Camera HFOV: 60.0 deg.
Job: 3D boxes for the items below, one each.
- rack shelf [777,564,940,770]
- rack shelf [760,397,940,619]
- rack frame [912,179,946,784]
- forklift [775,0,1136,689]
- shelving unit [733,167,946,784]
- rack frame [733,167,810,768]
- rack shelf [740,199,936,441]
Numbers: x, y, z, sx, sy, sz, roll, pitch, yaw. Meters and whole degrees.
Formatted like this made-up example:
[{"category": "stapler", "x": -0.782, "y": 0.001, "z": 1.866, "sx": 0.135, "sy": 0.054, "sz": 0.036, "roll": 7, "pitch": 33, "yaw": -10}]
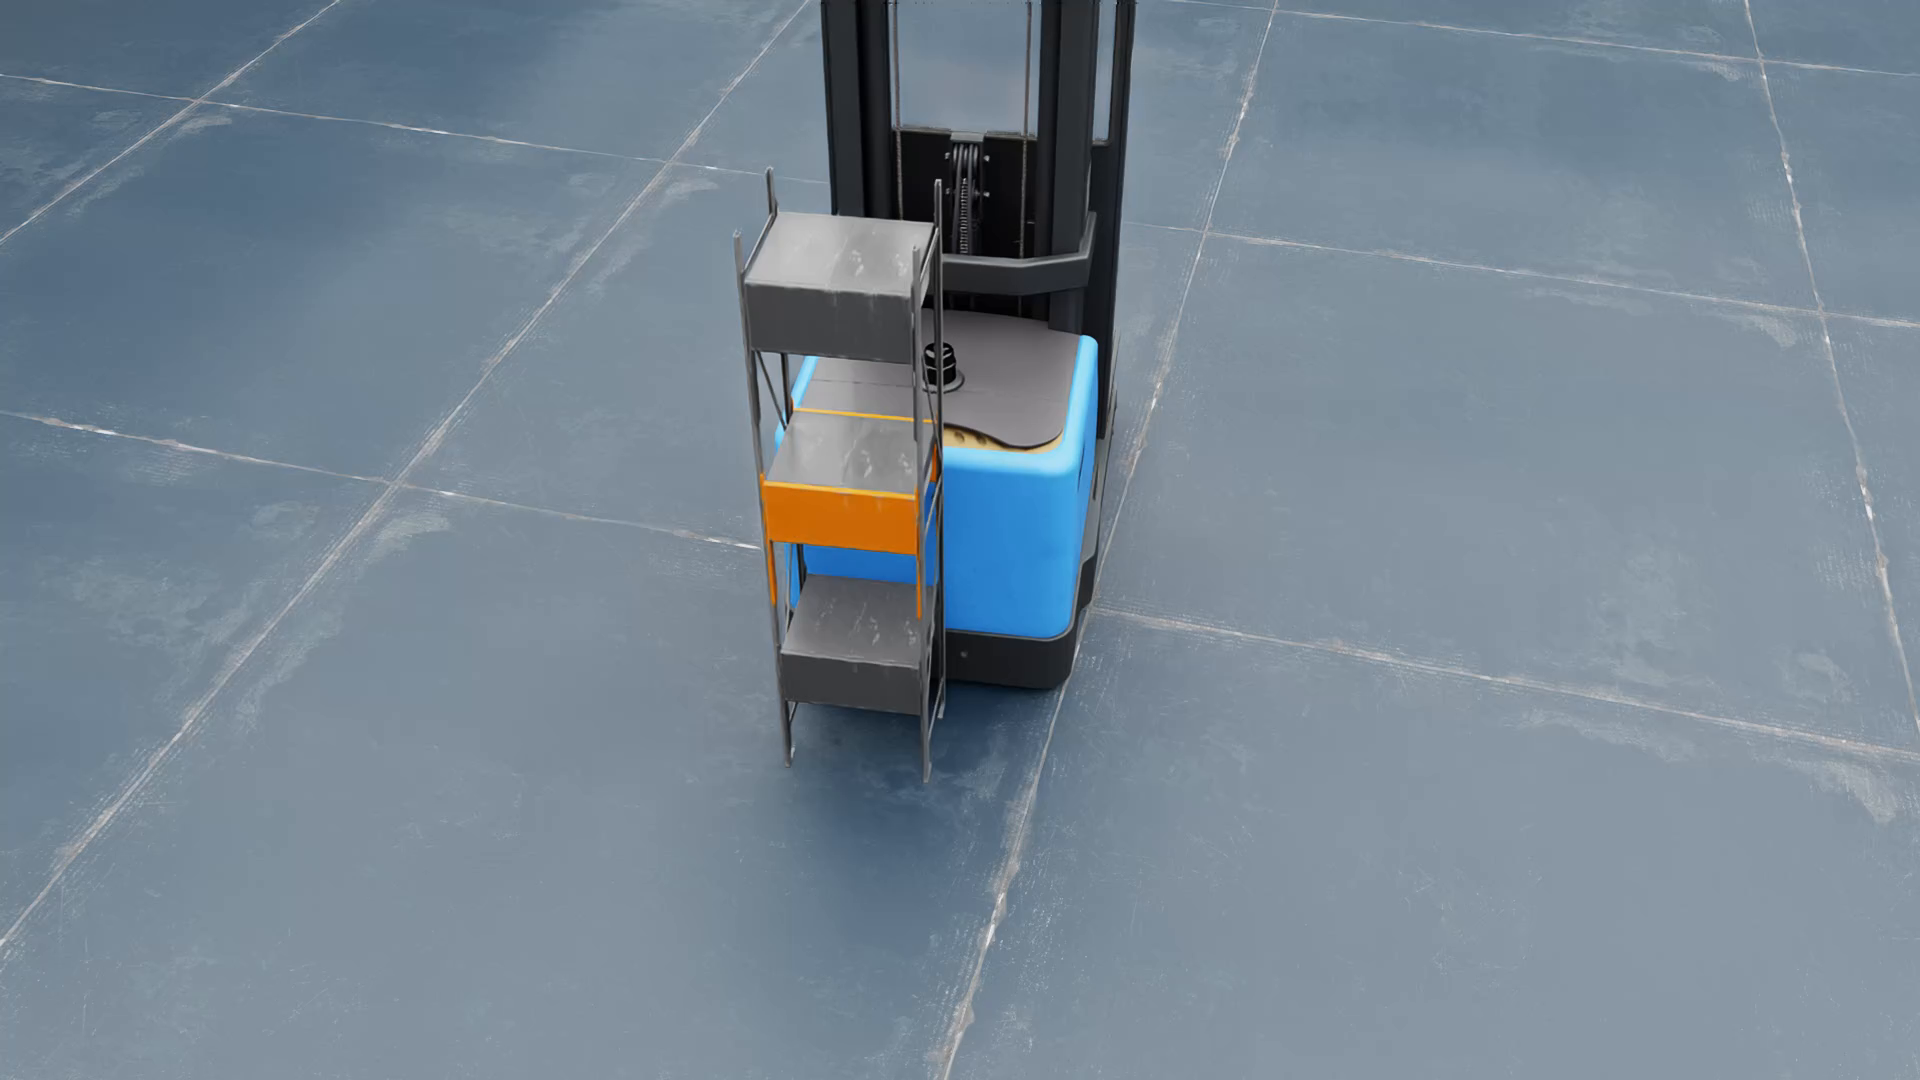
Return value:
[{"category": "rack shelf", "x": -0.330, "y": 0.435, "z": 5.710, "sx": 0.480, "sy": 0.518, "sz": 0.431, "roll": 6, "pitch": 40, "yaw": 7}, {"category": "rack shelf", "x": -0.330, "y": -0.102, "z": 5.259, "sx": 0.480, "sy": 0.518, "sz": 0.431, "roll": 6, "pitch": 40, "yaw": 7}, {"category": "rack frame", "x": -0.089, "y": -0.088, "z": 5.222, "sx": 0.015, "sy": 2.100, "sz": 0.400, "roll": 6, "pitch": 40, "yaw": 7}, {"category": "forklift", "x": 0.098, "y": -1.534, "z": 6.297, "sx": 1.130, "sy": 2.935, "sz": 3.031, "roll": 6, "pitch": 40, "yaw": 7}, {"category": "shelving unit", "x": -0.330, "y": -0.112, "z": 5.251, "sx": 0.503, "sy": 2.100, "sz": 0.431, "roll": 6, "pitch": 40, "yaw": 7}, {"category": "rack frame", "x": -0.572, "y": -0.136, "z": 5.279, "sx": 0.015, "sy": 2.100, "sz": 0.400, "roll": 6, "pitch": 40, "yaw": 7}, {"category": "rack shelf", "x": -0.330, "y": -0.638, "z": 4.809, "sx": 0.480, "sy": 0.518, "sz": 0.431, "roll": 6, "pitch": 40, "yaw": 7}]
